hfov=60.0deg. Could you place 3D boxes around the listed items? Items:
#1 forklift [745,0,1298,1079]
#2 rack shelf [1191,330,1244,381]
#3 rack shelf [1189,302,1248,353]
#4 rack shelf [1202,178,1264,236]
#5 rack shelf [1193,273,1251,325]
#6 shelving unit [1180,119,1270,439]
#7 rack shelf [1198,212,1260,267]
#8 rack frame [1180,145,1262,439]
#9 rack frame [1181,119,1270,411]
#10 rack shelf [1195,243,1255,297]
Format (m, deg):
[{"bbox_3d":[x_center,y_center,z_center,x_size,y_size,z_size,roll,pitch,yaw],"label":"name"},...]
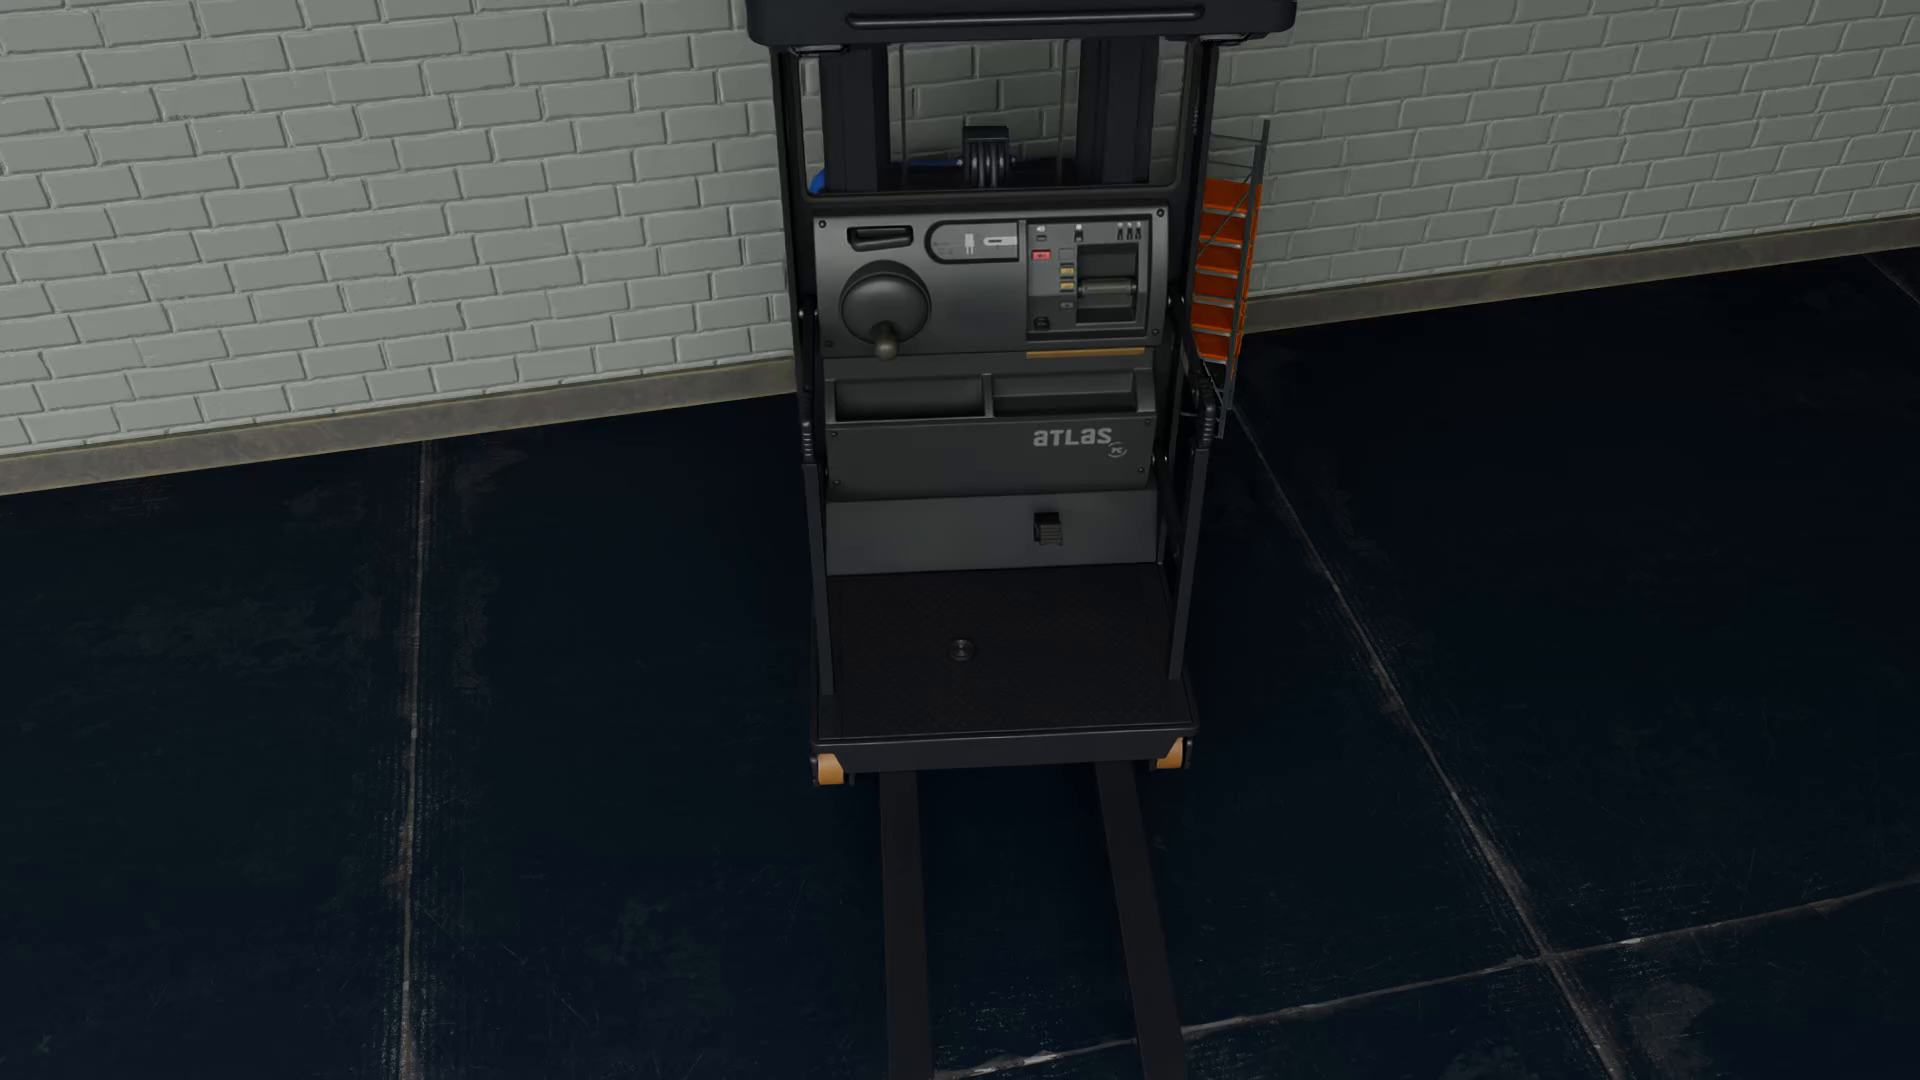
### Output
[{"bbox_3d":[0.101,-0.601,4.219,1.130,2.935,3.031,-2,42,-3],"label":"forklift"},{"bbox_3d":[0.887,-0.693,6.055,0.258,0.103,0.180,11,43,12],"label":"rack shelf"},{"bbox_3d":[0.887,-0.782,5.975,0.258,0.103,0.180,11,43,12],"label":"rack shelf"},{"bbox_3d":[0.887,-1.141,5.657,0.258,0.103,0.180,11,43,12],"label":"rack shelf"},{"bbox_3d":[0.887,-0.872,5.896,0.258,0.103,0.180,11,43,12],"label":"rack shelf"},{"bbox_3d":[0.887,-0.905,5.866,0.258,1.200,0.189,11,43,12],"label":"shelving unit"},{"bbox_3d":[0.887,-1.052,5.736,0.258,0.103,0.180,11,43,12],"label":"rack shelf"},{"bbox_3d":[0.861,-0.847,5.800,0.240,1.200,0.006,11,43,12],"label":"rack frame"},{"bbox_3d":[0.913,-0.964,5.932,0.240,1.200,0.006,11,43,12],"label":"rack frame"},{"bbox_3d":[0.887,-0.962,5.816,0.258,0.103,0.180,11,43,12],"label":"rack shelf"}]
